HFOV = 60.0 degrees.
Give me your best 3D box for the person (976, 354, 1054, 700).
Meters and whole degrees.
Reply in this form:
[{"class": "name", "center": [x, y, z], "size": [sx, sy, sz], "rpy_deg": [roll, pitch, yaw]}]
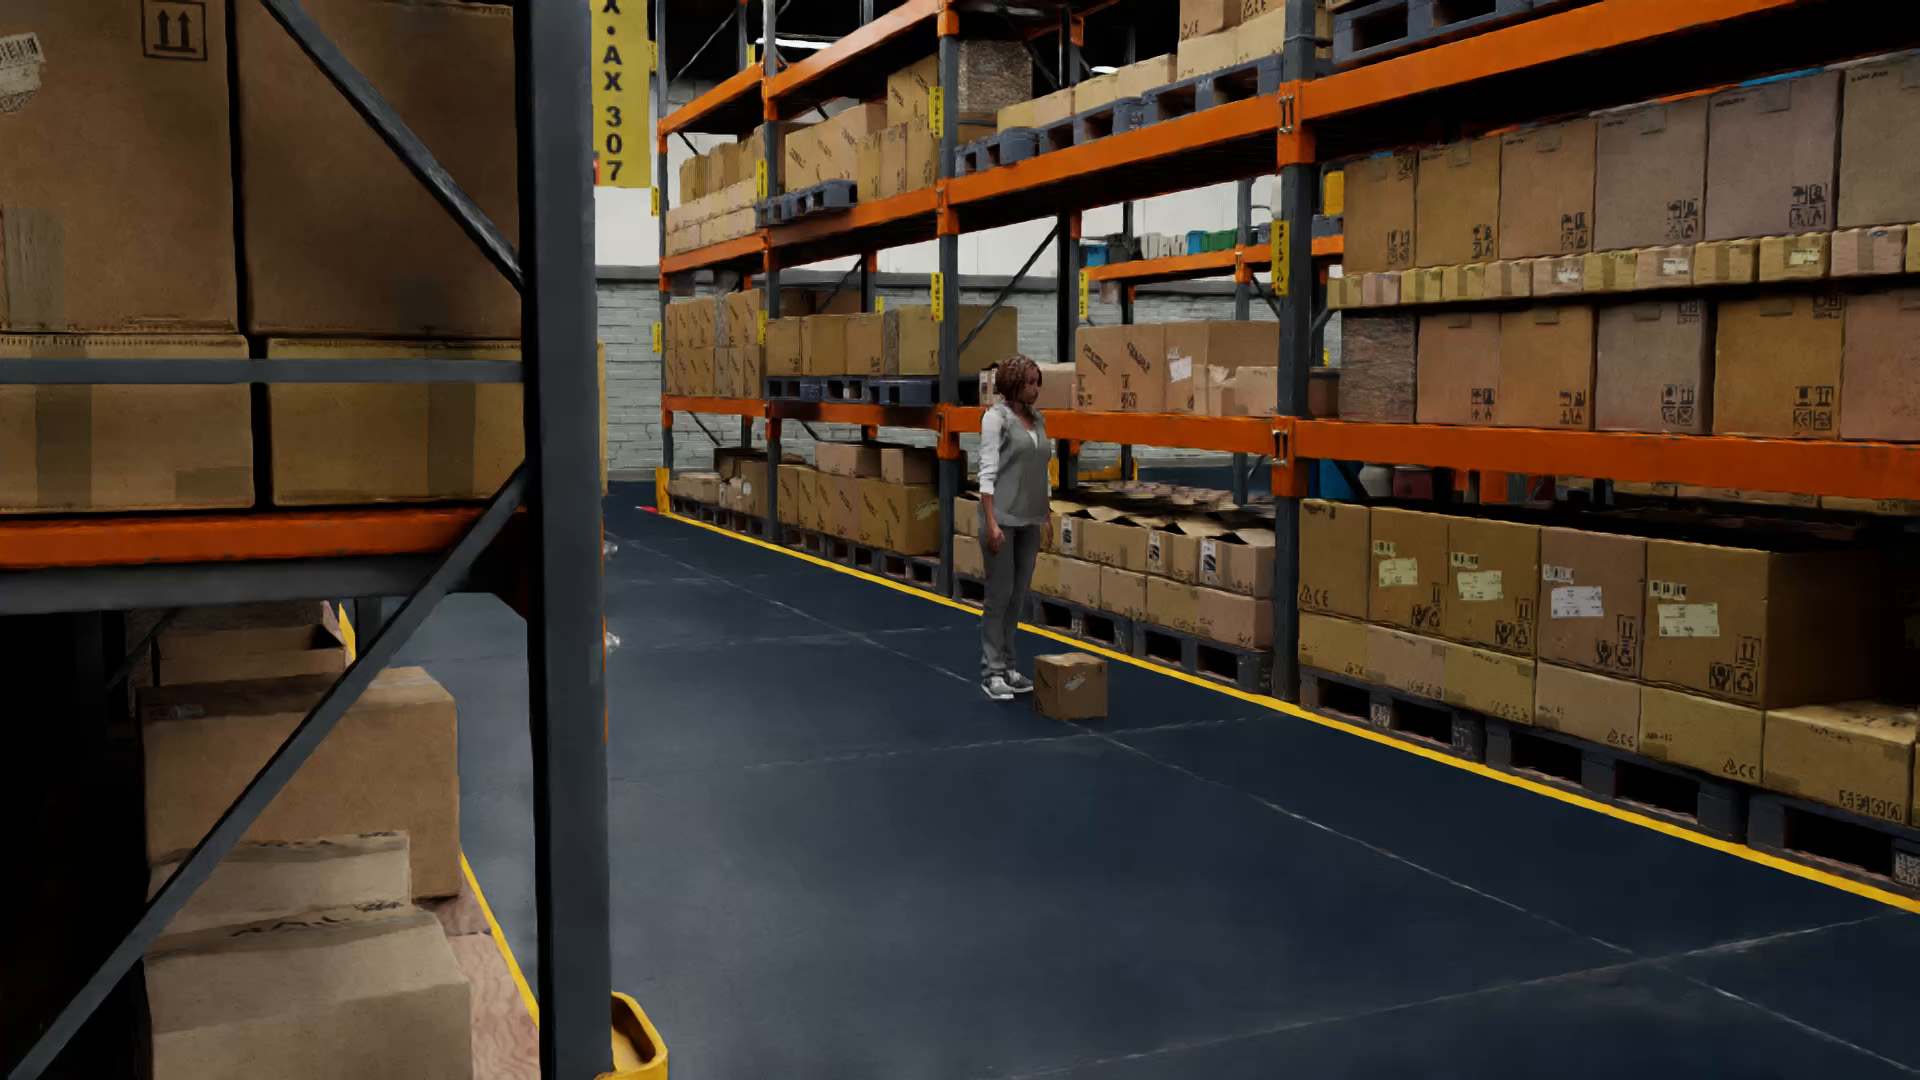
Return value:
[{"class": "person", "center": [0.238, -0.065, 7.834], "size": [0.369, 1.608, 0.464], "rpy_deg": [5, 8, 44]}]
